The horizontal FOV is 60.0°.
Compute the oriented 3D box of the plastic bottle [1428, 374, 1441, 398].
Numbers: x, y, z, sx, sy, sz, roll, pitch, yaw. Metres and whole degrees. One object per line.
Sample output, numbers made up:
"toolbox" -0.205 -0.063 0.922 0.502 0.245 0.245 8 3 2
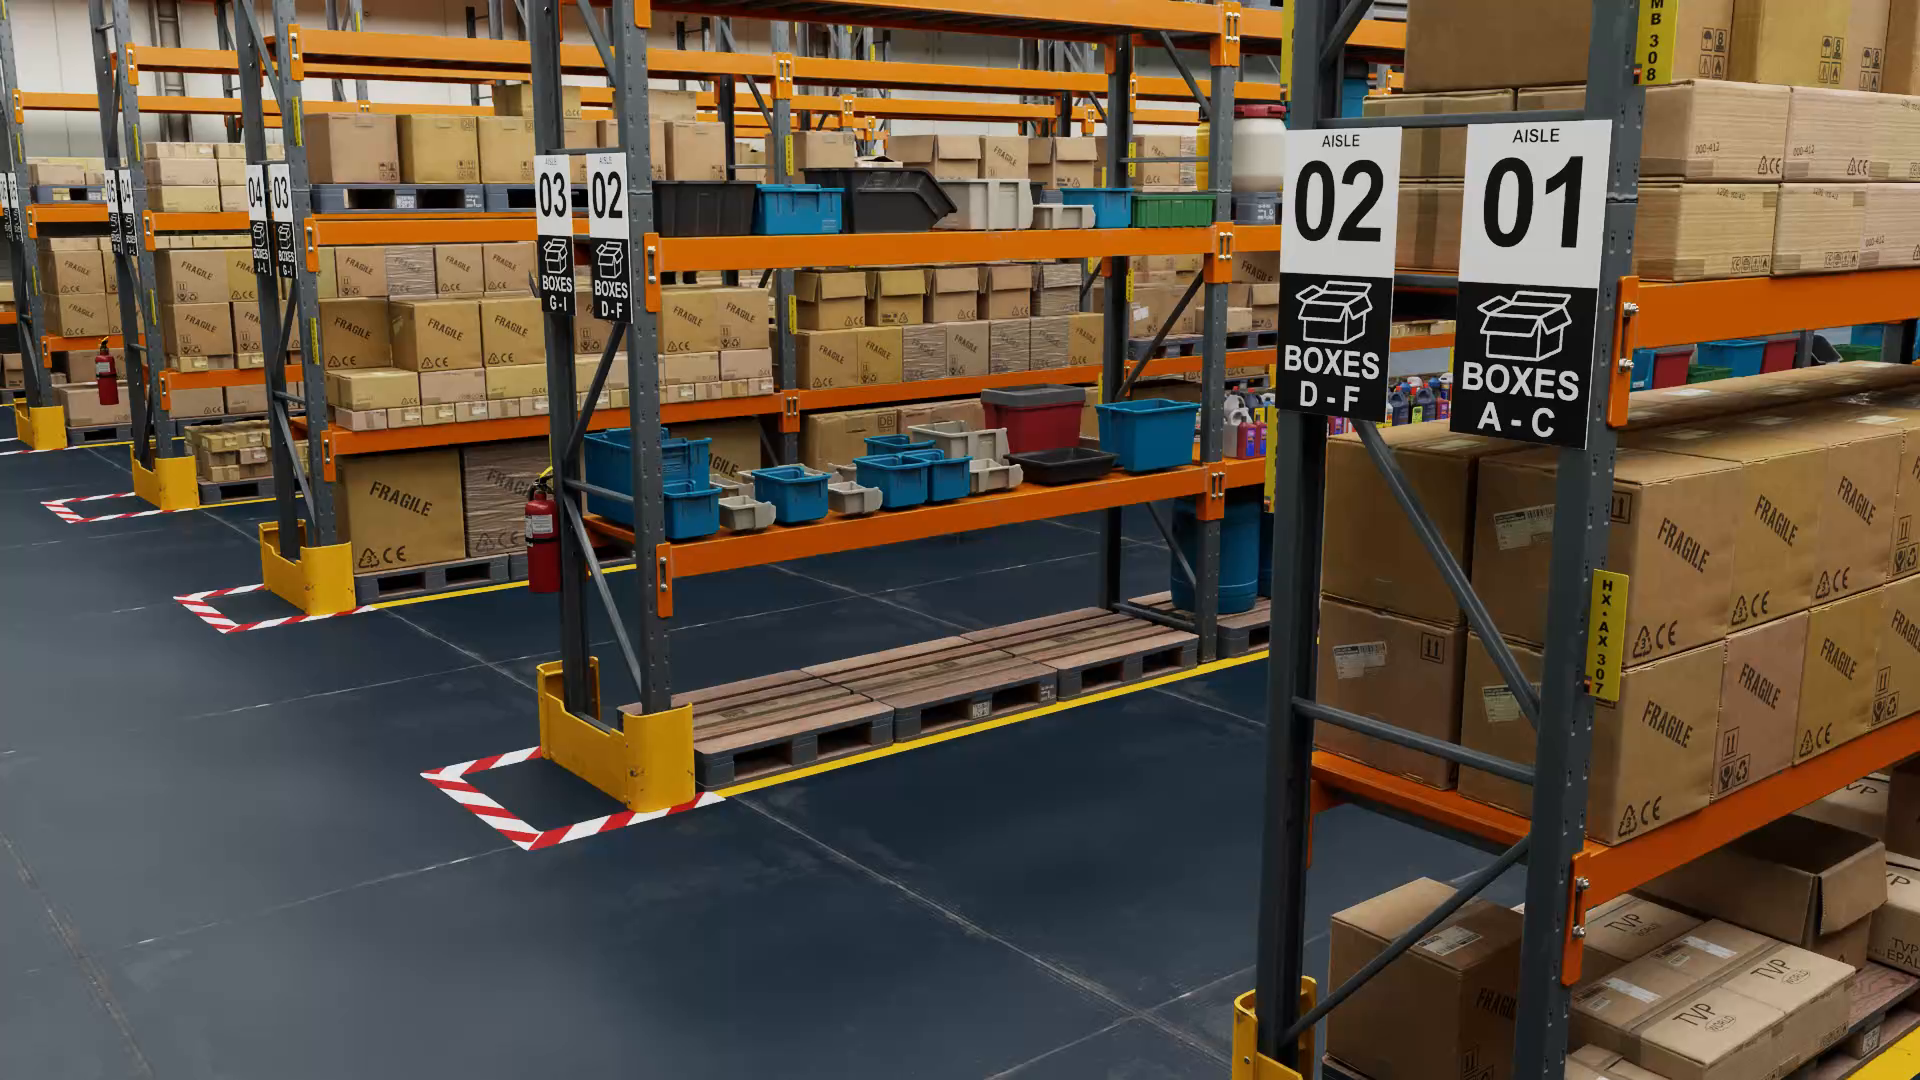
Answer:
"plastic bottle" 3.794 -1.189 13.317 0.097 0.271 0.097 0 12 0

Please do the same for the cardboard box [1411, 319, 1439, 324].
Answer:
"cardboard box" 5.274 -2.891 20.064 0.500 0.500 0.875 -9 15 -38

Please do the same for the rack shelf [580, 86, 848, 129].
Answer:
"rack shelf" -3.234 -5.015 19.276 4.000 0.370 1.077 -9 15 -38

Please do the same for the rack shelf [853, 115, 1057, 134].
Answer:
"rack shelf" -0.158 -7.037 27.843 4.000 0.370 1.077 -9 15 -38

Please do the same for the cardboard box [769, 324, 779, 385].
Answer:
"cardboard box" -1.581 -1.705 15.194 0.500 0.500 0.500 -9 15 -37

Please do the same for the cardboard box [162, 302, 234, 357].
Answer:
"cardboard box" -7.396 -2.057 16.138 0.500 0.500 0.500 -9 15 -35

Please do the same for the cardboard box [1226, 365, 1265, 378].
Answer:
"cardboard box" 4.087 -2.993 25.606 0.875 0.875 0.875 -9 15 -37

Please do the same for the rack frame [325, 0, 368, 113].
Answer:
"rack frame" -7.967 -6.093 21.657 0.127 3.000 1.000 -9 15 -38

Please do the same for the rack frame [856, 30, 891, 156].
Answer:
"rack frame" -1.700 -8.454 32.779 0.127 3.000 1.000 -9 15 -38

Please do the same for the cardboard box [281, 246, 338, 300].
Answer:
"cardboard box" -6.592 -2.678 16.657 0.500 0.500 0.500 -10 15 -39

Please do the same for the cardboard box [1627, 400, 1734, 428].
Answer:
"cardboard box" 2.258 -0.199 5.695 0.500 0.500 0.500 -9 15 -36

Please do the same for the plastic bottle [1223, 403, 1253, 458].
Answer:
"plastic bottle" 1.827 -0.722 10.925 0.185 0.351 0.144 -9 15 -38

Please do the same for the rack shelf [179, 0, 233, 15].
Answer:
"rack shelf" -12.632 -7.912 23.953 4.000 0.370 1.077 -9 15 -38

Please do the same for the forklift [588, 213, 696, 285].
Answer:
"forklift" -2.777 -1.922 16.626 1.130 2.935 3.031 12 17 43

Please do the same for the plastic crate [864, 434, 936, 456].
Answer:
"plastic crate" -0.362 -0.484 9.945 0.300 0.233 0.416 -9 15 -38

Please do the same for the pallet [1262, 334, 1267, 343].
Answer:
"pallet" 3.783 -2.419 19.263 1.213 0.211 1.003 -9 15 -38

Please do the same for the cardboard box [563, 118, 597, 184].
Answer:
"cardboard box" -3.269 -3.096 13.274 0.500 0.500 0.700 -9 15 -35

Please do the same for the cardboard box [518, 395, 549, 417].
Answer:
"cardboard box" -3.413 -1.069 13.045 0.250 0.149 0.380 -10 15 -38

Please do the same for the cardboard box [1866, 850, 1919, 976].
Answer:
"cardboard box" 3.557 1.374 6.352 0.500 0.311 0.500 -9 15 -38

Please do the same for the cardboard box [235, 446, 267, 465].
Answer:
"cardboard box" -7.100 -0.858 16.586 0.250 0.149 0.380 -10 15 -38

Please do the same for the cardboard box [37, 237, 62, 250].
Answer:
"cardboard box" -10.935 -3.573 20.026 0.250 0.149 0.380 -9 15 -37

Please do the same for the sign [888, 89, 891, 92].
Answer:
"sign" -1.372 -8.860 32.251 0.005 0.325 0.100 -9 15 -38

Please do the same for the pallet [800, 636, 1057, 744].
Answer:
"pallet" -0.185 0.877 9.988 1.213 0.211 1.003 -9 15 -38

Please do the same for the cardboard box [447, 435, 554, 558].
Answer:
"cardboard box" -3.739 -0.412 13.451 0.875 0.875 0.875 -9 15 -38

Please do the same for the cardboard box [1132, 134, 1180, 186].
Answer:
"cardboard box" 1.875 -3.850 16.872 0.500 0.500 0.500 -9 15 -37

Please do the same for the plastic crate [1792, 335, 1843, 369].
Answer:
"plastic crate" 8.053 -1.802 16.045 0.504 0.338 0.767 -9 15 -38

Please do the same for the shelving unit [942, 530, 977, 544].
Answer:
"shelving unit" -0.006 -0.439 14.530 0.210 0.900 0.258 -9 15 -38

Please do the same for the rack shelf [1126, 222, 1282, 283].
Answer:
"rack shelf" 2.880 -2.122 11.912 4.000 0.370 1.077 -9 15 -38

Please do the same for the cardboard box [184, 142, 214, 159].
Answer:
"cardboard box" -7.313 -3.718 15.893 0.250 0.149 0.380 -9 15 -35

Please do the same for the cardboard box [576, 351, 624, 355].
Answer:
"cardboard box" -3.099 -1.473 13.987 0.500 0.250 0.500 -9 15 -36

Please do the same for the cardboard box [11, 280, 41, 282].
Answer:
"cardboard box" -13.597 -3.685 24.407 0.500 0.250 0.500 -9 15 -37

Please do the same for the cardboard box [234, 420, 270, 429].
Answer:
"cardboard box" -7.309 -1.139 17.189 0.250 0.149 0.380 -10 15 -39

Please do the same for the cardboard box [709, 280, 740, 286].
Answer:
"cardboard box" -2.779 -2.956 19.488 0.250 0.149 0.380 -9 15 -35

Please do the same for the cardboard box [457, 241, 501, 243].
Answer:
"cardboard box" -5.300 -3.033 18.326 0.500 0.500 0.500 -9 15 -36

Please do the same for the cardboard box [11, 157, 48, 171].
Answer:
"cardboard box" -13.282 -5.307 23.622 0.500 0.250 0.500 -10 15 -38

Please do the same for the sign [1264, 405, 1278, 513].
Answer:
"sign" 0.955 -0.238 4.980 0.005 0.325 0.100 -9 15 -38

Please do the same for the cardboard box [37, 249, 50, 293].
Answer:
"cardboard box" -10.862 -3.278 20.198 0.500 0.500 0.500 -9 15 -36

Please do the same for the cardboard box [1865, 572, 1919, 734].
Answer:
"cardboard box" 2.982 0.315 5.684 0.500 0.500 0.500 -9 15 -37

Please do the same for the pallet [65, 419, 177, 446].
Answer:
"pallet" -10.515 -1.391 20.674 1.213 0.211 1.003 -9 15 -38

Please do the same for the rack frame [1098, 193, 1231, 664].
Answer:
"rack frame" 1.318 -0.747 10.927 0.127 3.000 1.000 -9 15 -38

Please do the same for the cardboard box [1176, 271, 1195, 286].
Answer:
"cardboard box" 2.994 -3.741 24.662 0.500 0.550 0.875 -9 15 -38

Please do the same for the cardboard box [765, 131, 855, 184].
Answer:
"cardboard box" -1.329 -3.349 14.707 0.500 0.500 0.700 -9 15 -36

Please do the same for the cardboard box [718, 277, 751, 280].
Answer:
"cardboard box" -2.763 -3.132 20.317 0.250 0.149 0.380 -10 16 -40

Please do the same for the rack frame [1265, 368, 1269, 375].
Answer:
"rack frame" 4.575 -3.925 25.894 0.127 3.000 1.000 -9 15 -38

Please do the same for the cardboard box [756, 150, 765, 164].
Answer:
"cardboard box" -2.217 -4.614 19.833 0.258 0.266 0.396 -9 15 -38

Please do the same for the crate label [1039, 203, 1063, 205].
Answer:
"crate label" 0.756 -2.069 10.565 0.466 0.136 0.293 -9 15 -38

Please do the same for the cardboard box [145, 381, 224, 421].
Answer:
"cardboard box" -9.928 -1.813 21.103 0.875 0.438 0.875 -9 15 -36

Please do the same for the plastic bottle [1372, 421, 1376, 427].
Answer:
"plastic bottle" 2.822 -0.835 11.639 0.135 0.276 0.152 -9 15 -38

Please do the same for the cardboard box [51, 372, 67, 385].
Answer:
"cardboard box" -13.301 -2.367 24.408 0.250 0.149 0.380 -10 16 -40

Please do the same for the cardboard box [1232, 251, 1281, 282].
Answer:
"cardboard box" 3.763 -3.007 19.115 1.000 1.000 1.000 -9 15 -37

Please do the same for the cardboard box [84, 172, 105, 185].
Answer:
"cardboard box" -10.517 -4.378 20.157 0.250 0.149 0.380 -11 16 -42

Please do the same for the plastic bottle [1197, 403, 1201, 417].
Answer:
"plastic bottle" 1.709 -0.838 11.651 0.135 0.276 0.152 -9 15 -38

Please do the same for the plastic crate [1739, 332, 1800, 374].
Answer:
"plastic crate" 7.378 -1.704 15.280 0.583 0.464 0.402 -9 15 -38

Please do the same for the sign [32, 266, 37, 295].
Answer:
"sign" -10.748 -3.010 19.310 0.005 0.325 0.100 -9 15 -38

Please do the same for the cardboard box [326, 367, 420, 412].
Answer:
"cardboard box" -4.356 -1.122 12.338 0.500 0.250 0.500 -10 16 -39

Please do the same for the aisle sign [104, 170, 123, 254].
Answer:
"aisle sign" -8.163 -3.160 16.031 0.004 0.787 0.394 -9 15 -38

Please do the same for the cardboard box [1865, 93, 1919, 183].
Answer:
"cardboard box" 2.631 -1.217 5.075 0.500 0.250 0.500 -9 15 -38
